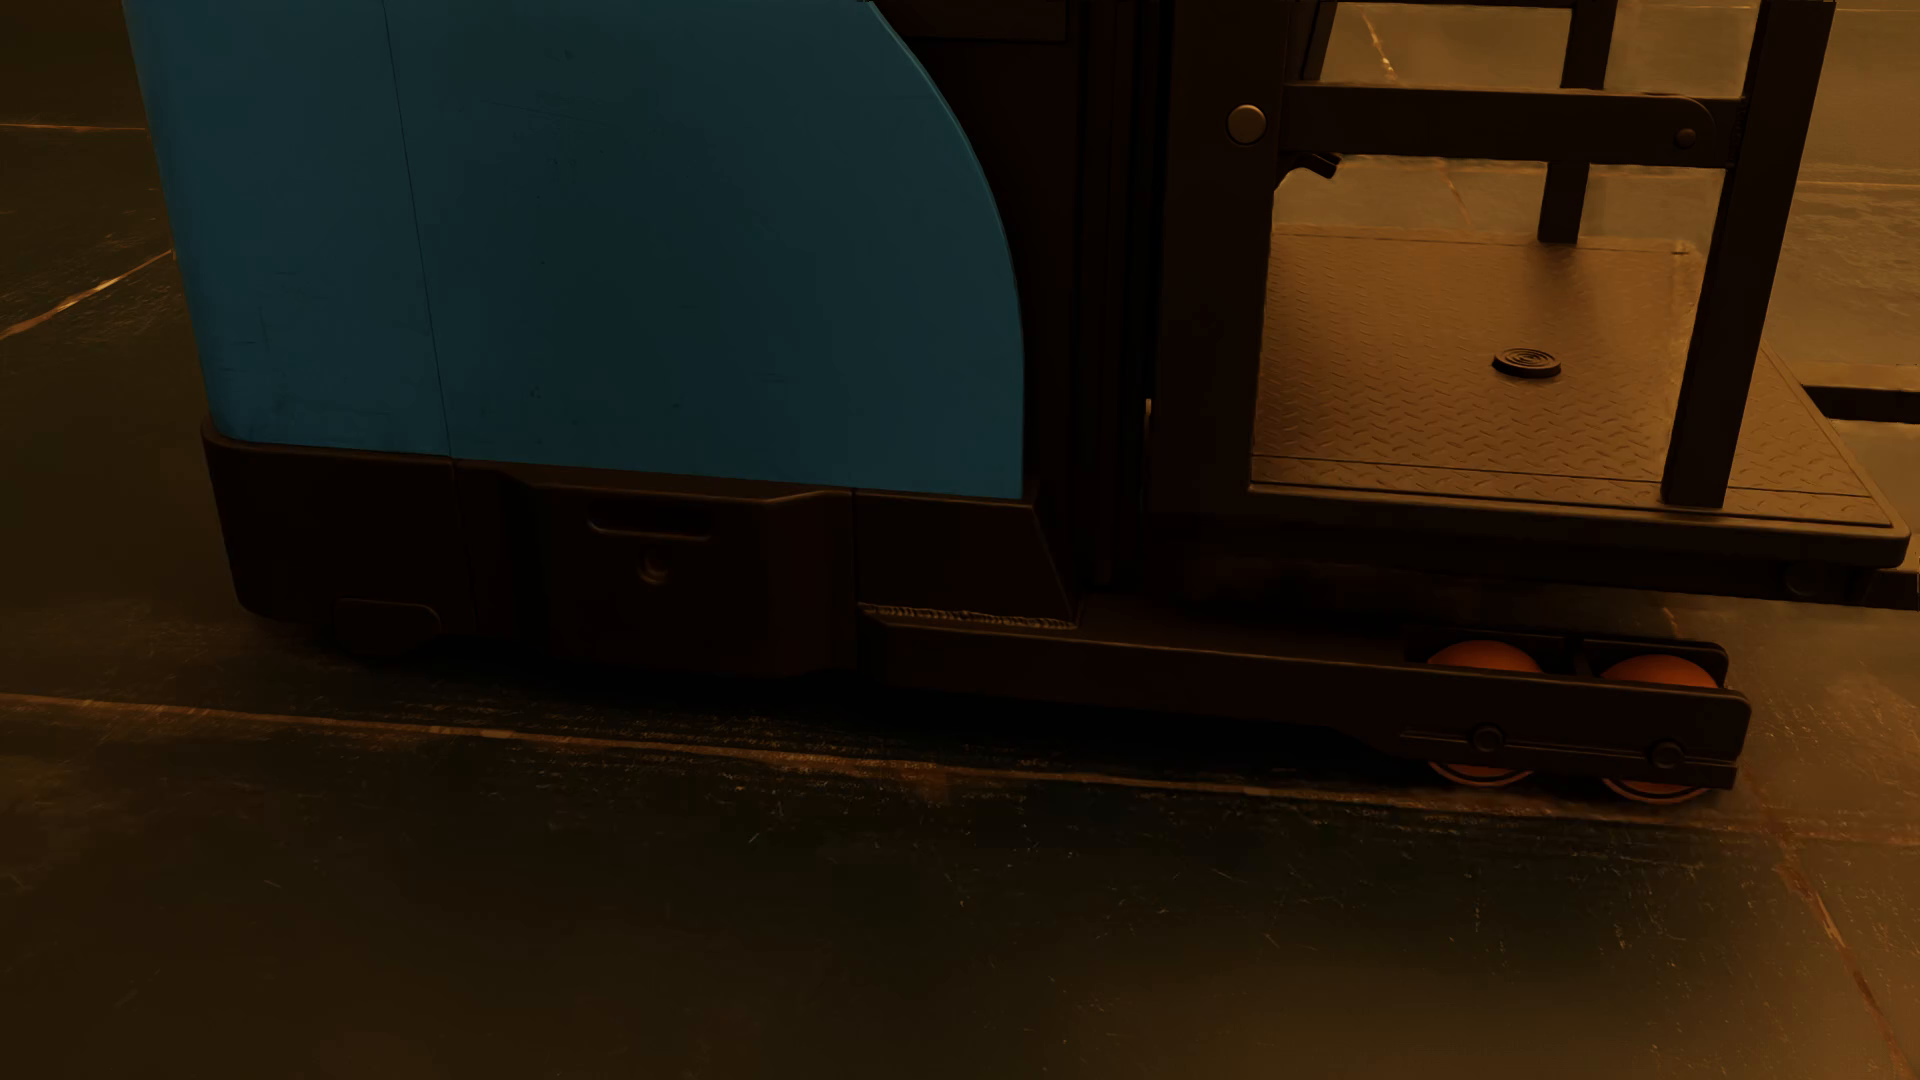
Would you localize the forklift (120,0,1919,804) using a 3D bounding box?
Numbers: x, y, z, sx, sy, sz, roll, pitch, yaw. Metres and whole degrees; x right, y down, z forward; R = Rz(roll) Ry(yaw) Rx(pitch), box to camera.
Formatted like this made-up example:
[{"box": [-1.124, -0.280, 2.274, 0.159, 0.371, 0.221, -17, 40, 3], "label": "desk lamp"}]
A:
[{"box": [0.604, -1.268, 1.758, 3.031, 2.935, 1.130, 4, 27, 9], "label": "forklift"}]
